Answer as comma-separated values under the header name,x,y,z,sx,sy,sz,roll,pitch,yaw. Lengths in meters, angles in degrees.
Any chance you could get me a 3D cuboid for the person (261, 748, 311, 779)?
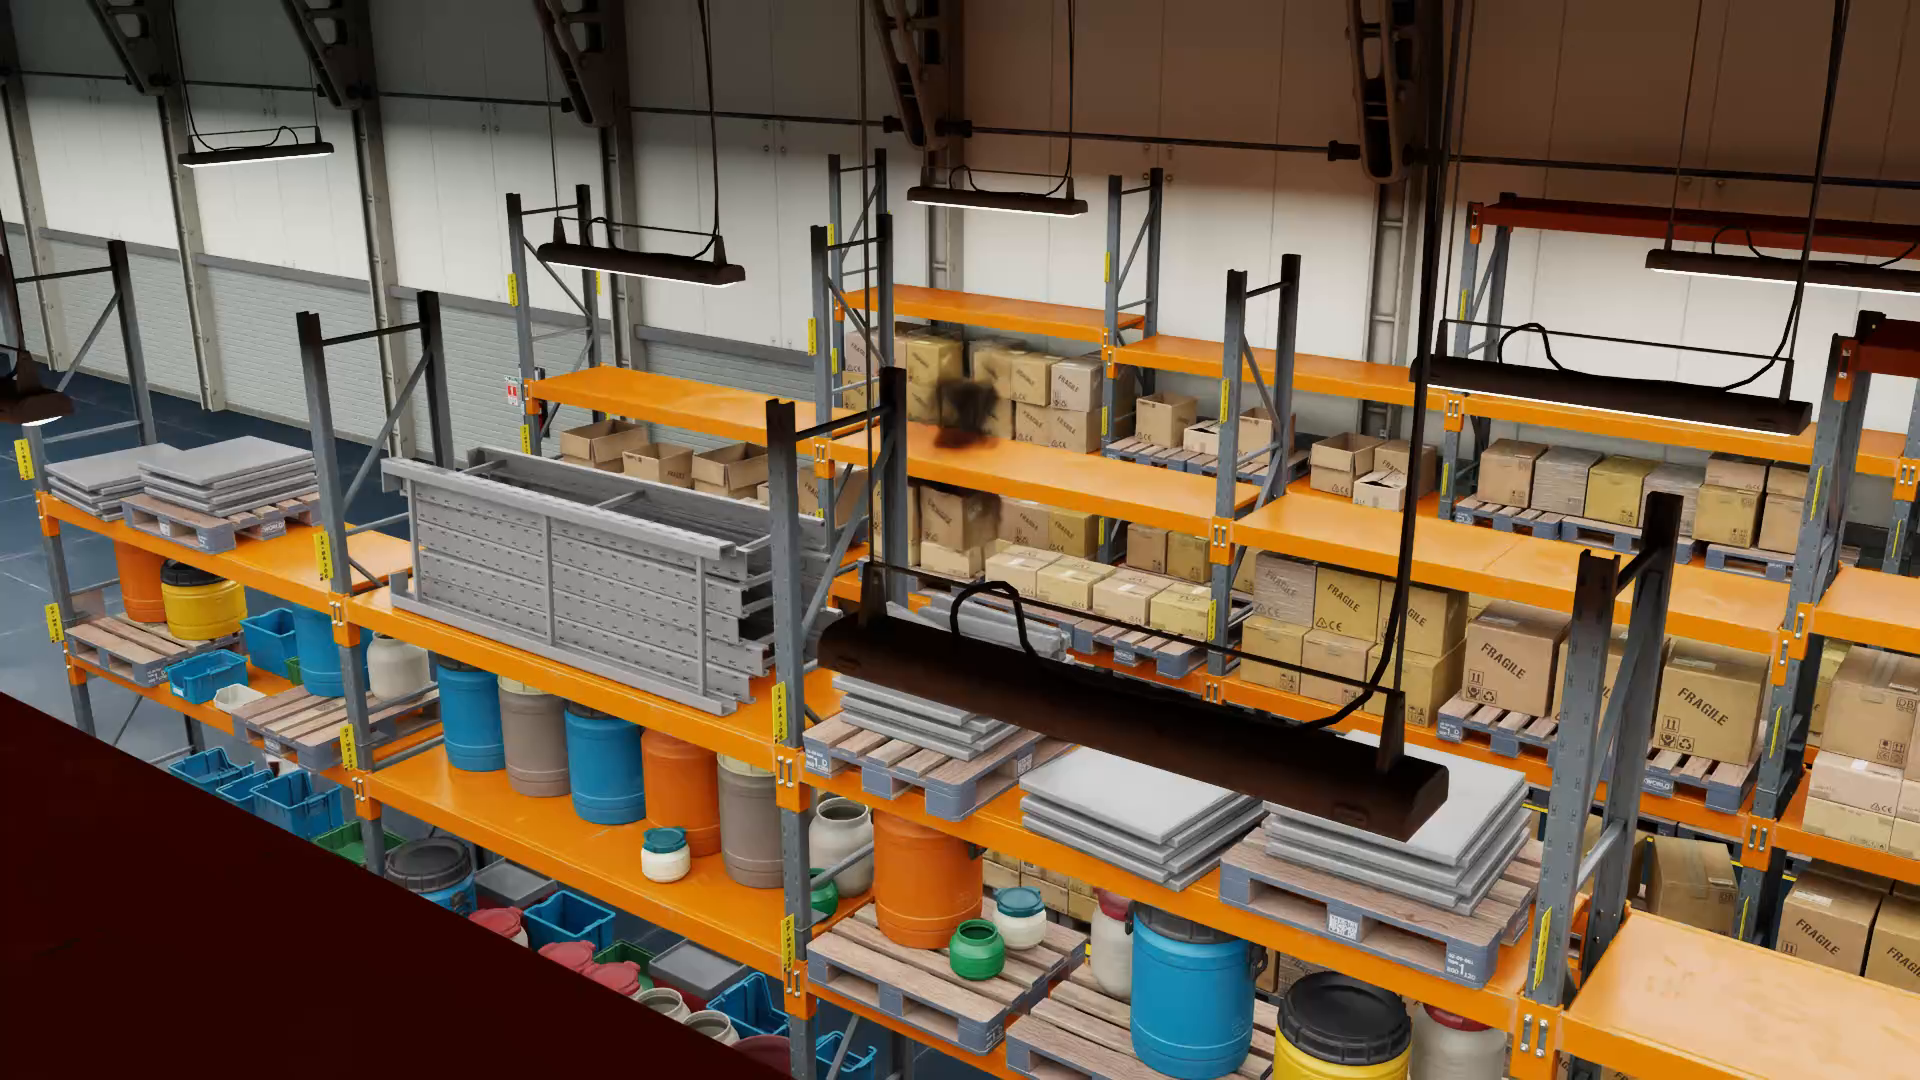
name,x,y,z,sx,sy,sz,roll,pitch,yaw
person,-6.374,2.231,15.798,0.537,1.712,0.758,6,20,18
